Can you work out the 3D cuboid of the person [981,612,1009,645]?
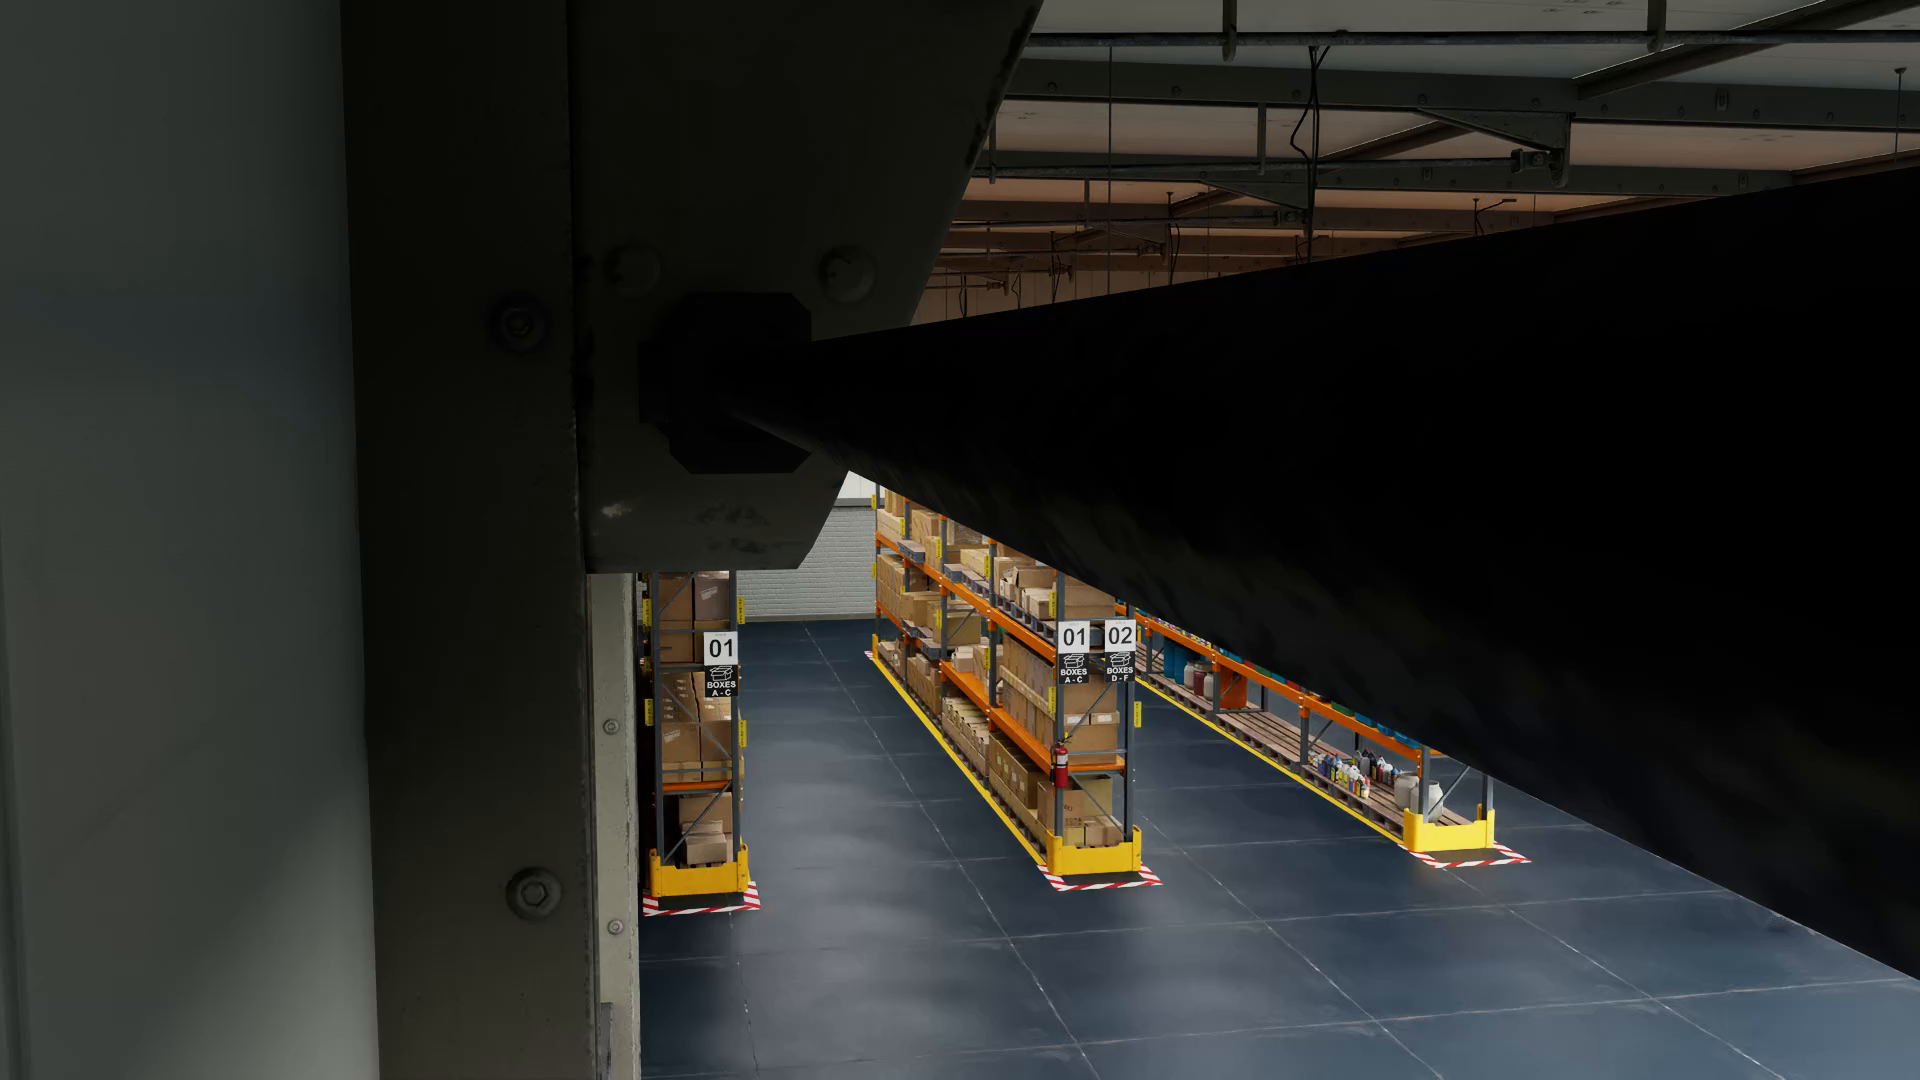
[{"bbox_3d":[0.733,1.761,35.819,0.667,1.764,0.960,-2,6,-18],"label":"person"}]
